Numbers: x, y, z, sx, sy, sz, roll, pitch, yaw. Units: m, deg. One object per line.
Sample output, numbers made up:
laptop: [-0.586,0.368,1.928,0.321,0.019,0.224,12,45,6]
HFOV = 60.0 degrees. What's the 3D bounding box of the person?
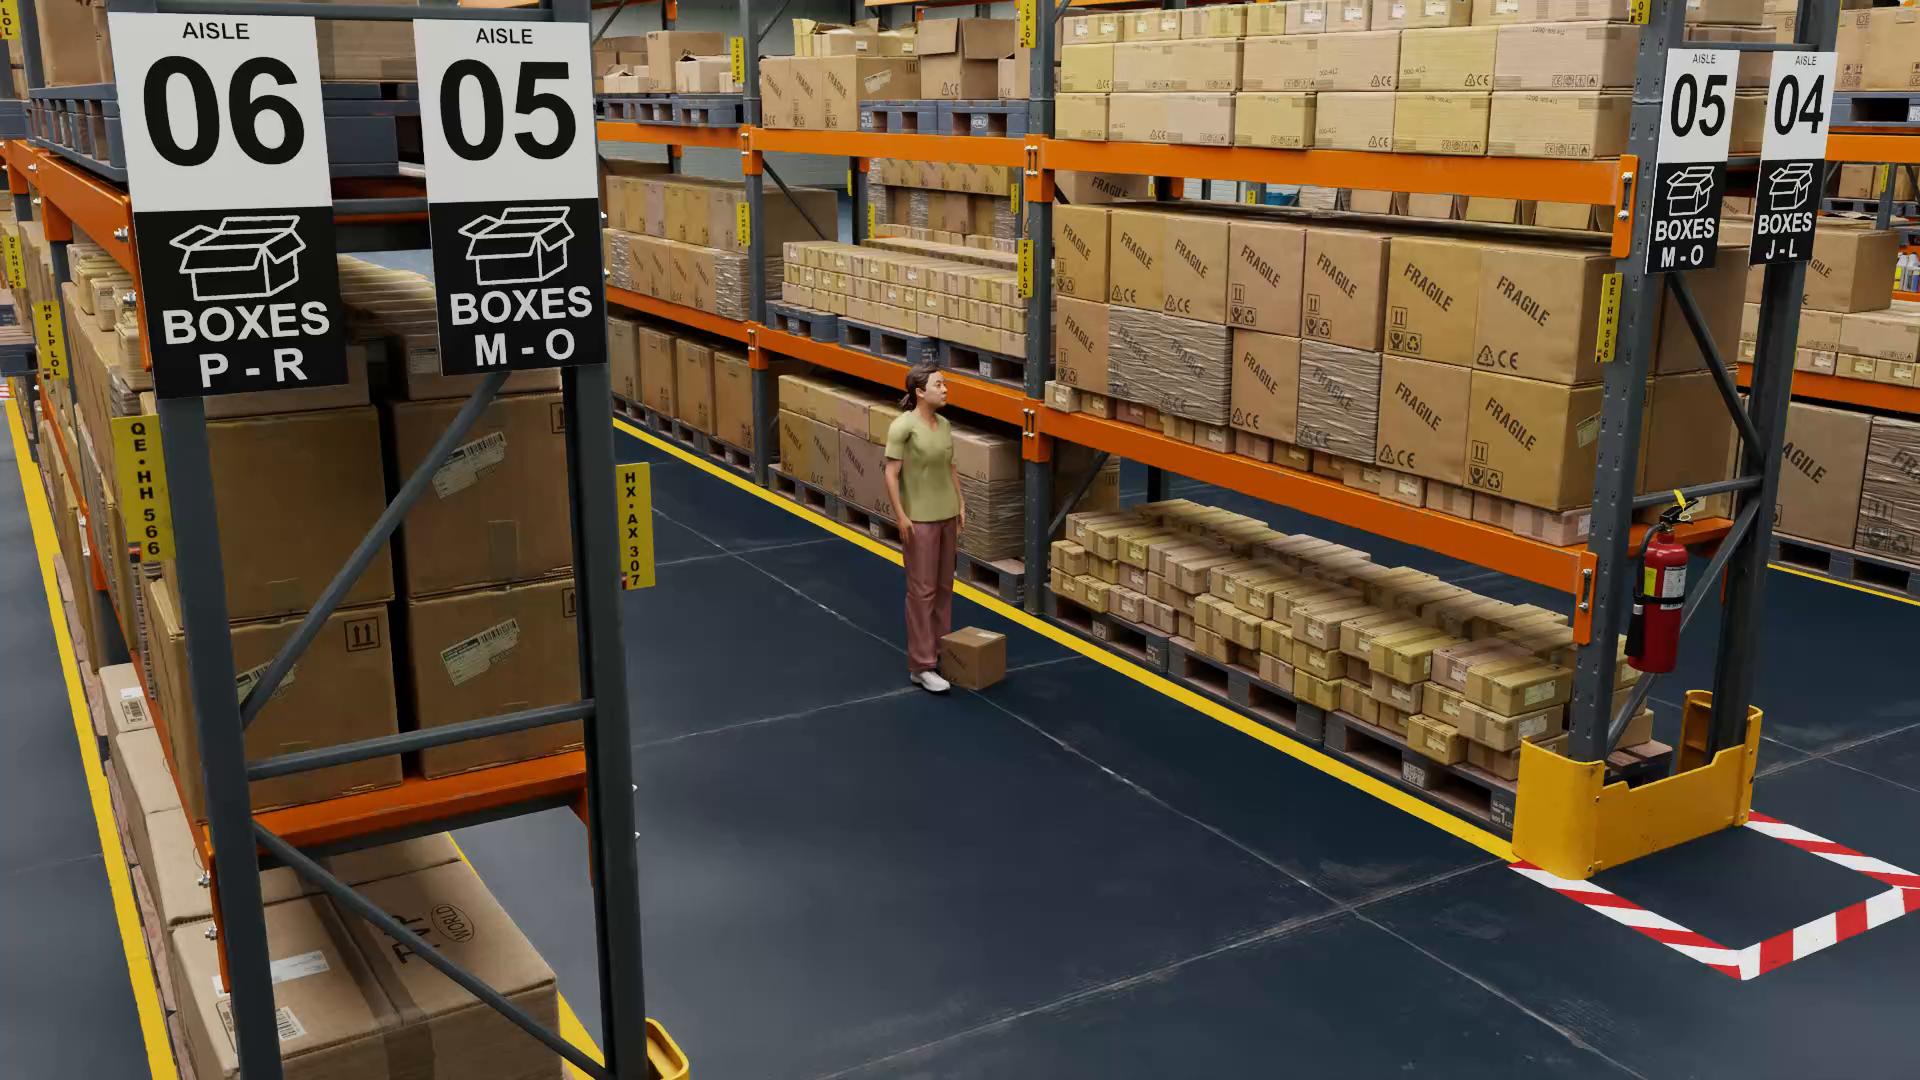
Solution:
person: [-0.116,-0.092,8.830,0.549,1.676,0.554,12,19,39]
